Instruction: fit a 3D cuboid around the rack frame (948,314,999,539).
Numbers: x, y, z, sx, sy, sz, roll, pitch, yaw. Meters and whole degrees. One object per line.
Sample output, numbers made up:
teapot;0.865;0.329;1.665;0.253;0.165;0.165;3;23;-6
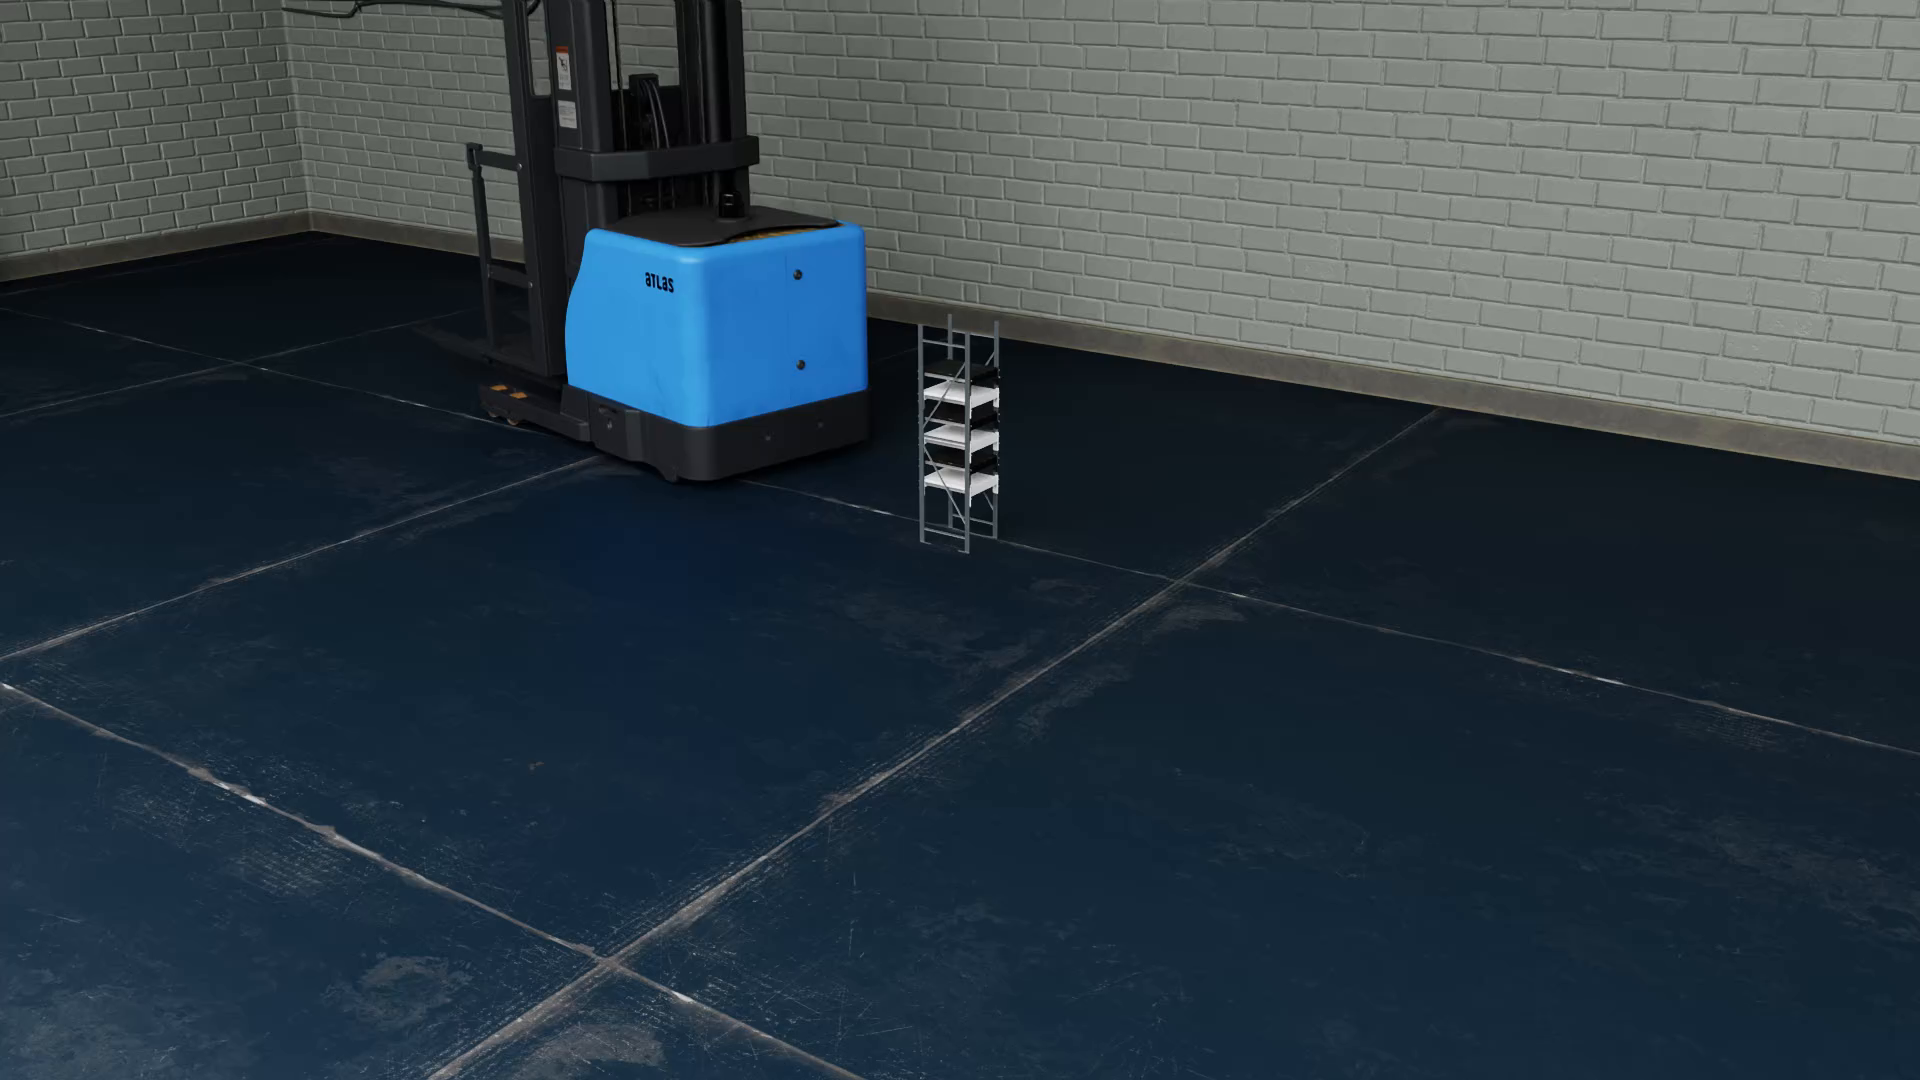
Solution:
rack frame;0.053;-0.449;6.681;0.240;0.900;0.006;13;24;32

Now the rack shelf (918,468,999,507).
rack shelf;-0.005;-0.220;6.677;0.258;0.077;0.200;13;24;32

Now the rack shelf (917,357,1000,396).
rack shelf;-0.005;-0.642;6.520;0.258;0.077;0.200;13;24;32

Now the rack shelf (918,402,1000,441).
rack shelf;-0.005;-0.473;6.583;0.258;0.077;0.200;13;24;32

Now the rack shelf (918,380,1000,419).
rack shelf;-0.005;-0.557;6.552;0.258;0.077;0.200;13;24;32

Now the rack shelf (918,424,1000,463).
rack shelf;-0.005;-0.388;6.614;0.258;0.077;0.200;13;24;32

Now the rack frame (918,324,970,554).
rack frame;-0.062;-0.391;6.524;0.240;0.900;0.006;13;24;32

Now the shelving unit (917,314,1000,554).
shelving unit;-0.005;-0.420;6.603;0.258;0.900;0.210;13;24;32

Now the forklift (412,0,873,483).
forklift;-1.793;-2.054;8.094;1.130;2.935;3.031;-18;27;-40

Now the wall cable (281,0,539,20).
wall cable;-4.122;-5.010;11.815;3.097;2.526;0.112;13;24;32

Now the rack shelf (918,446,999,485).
rack shelf;-0.005;-0.304;6.645;0.258;0.077;0.200;13;24;32
